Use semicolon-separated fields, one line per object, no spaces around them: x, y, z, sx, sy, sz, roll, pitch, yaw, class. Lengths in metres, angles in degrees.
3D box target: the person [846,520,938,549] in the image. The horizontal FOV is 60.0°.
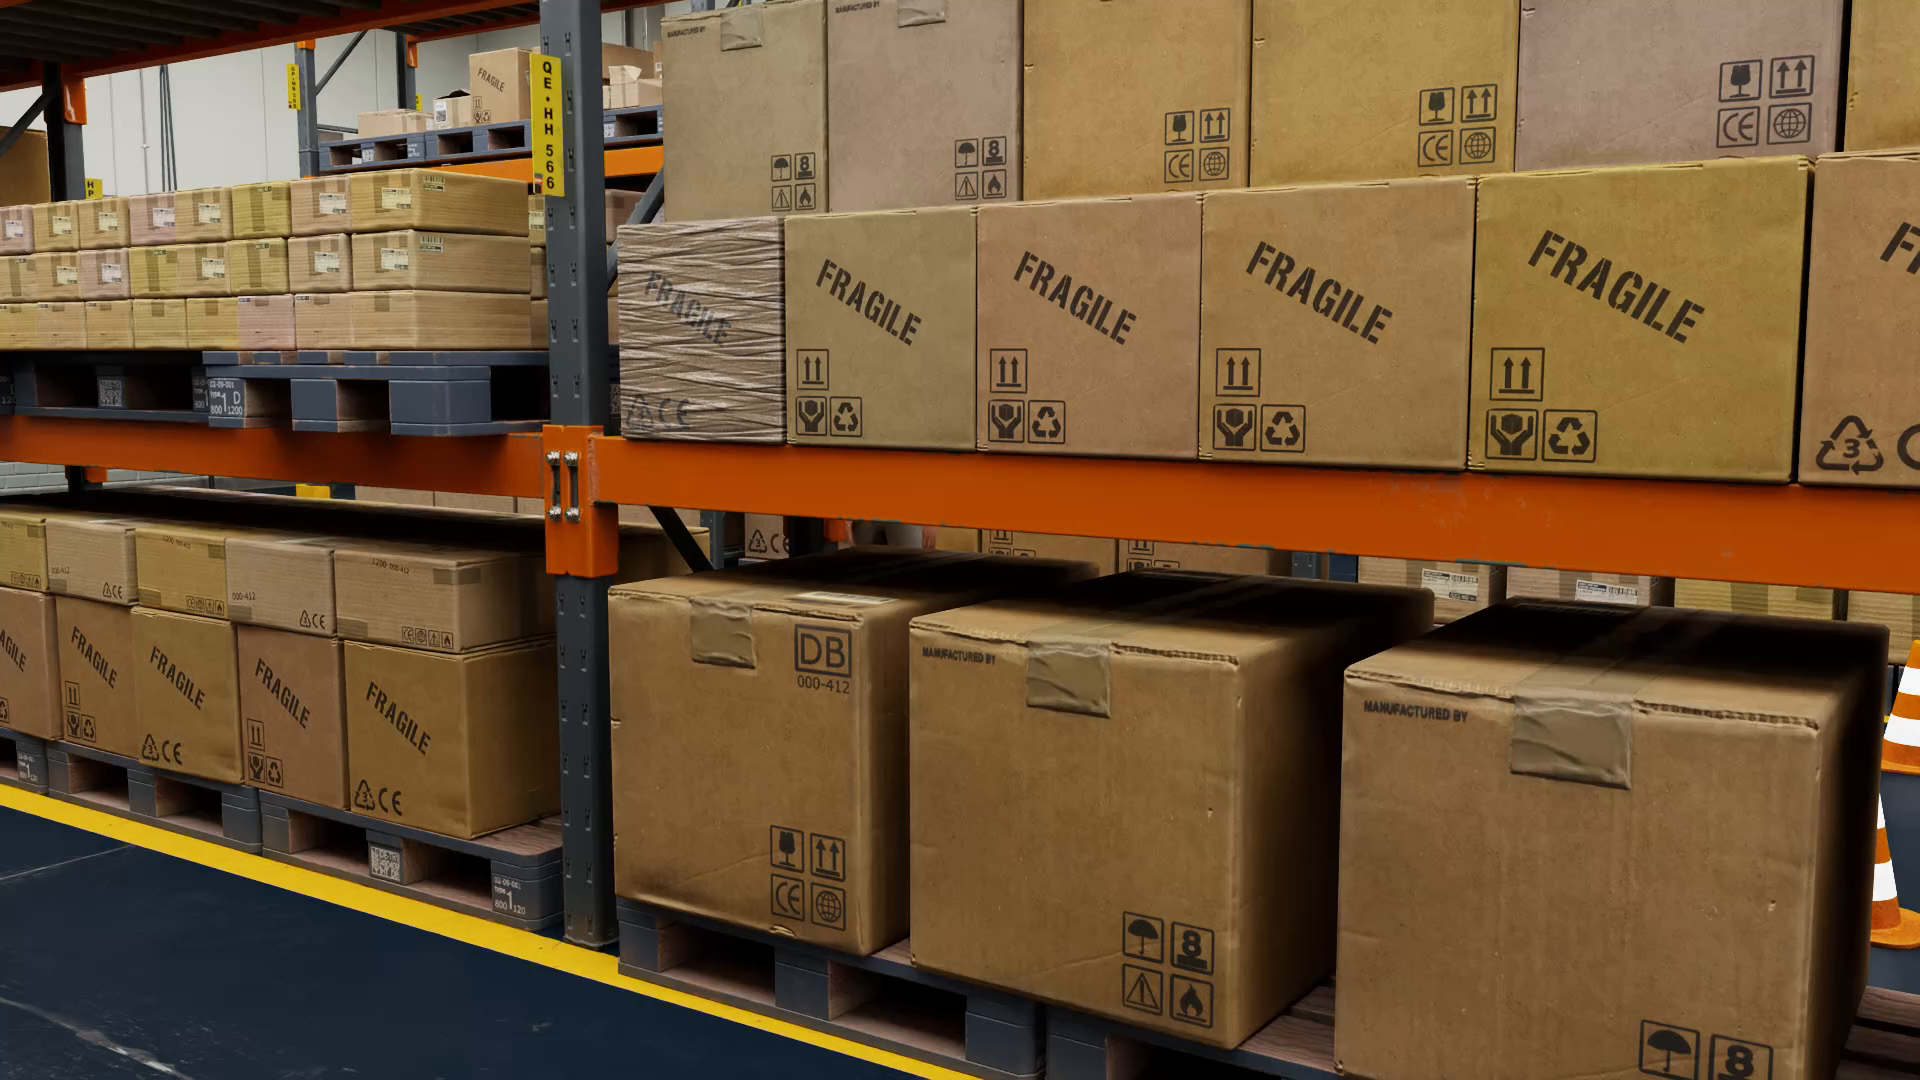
-0.282;-0.075;6.642;0.500;1.695;0.382;4;8;34;person
